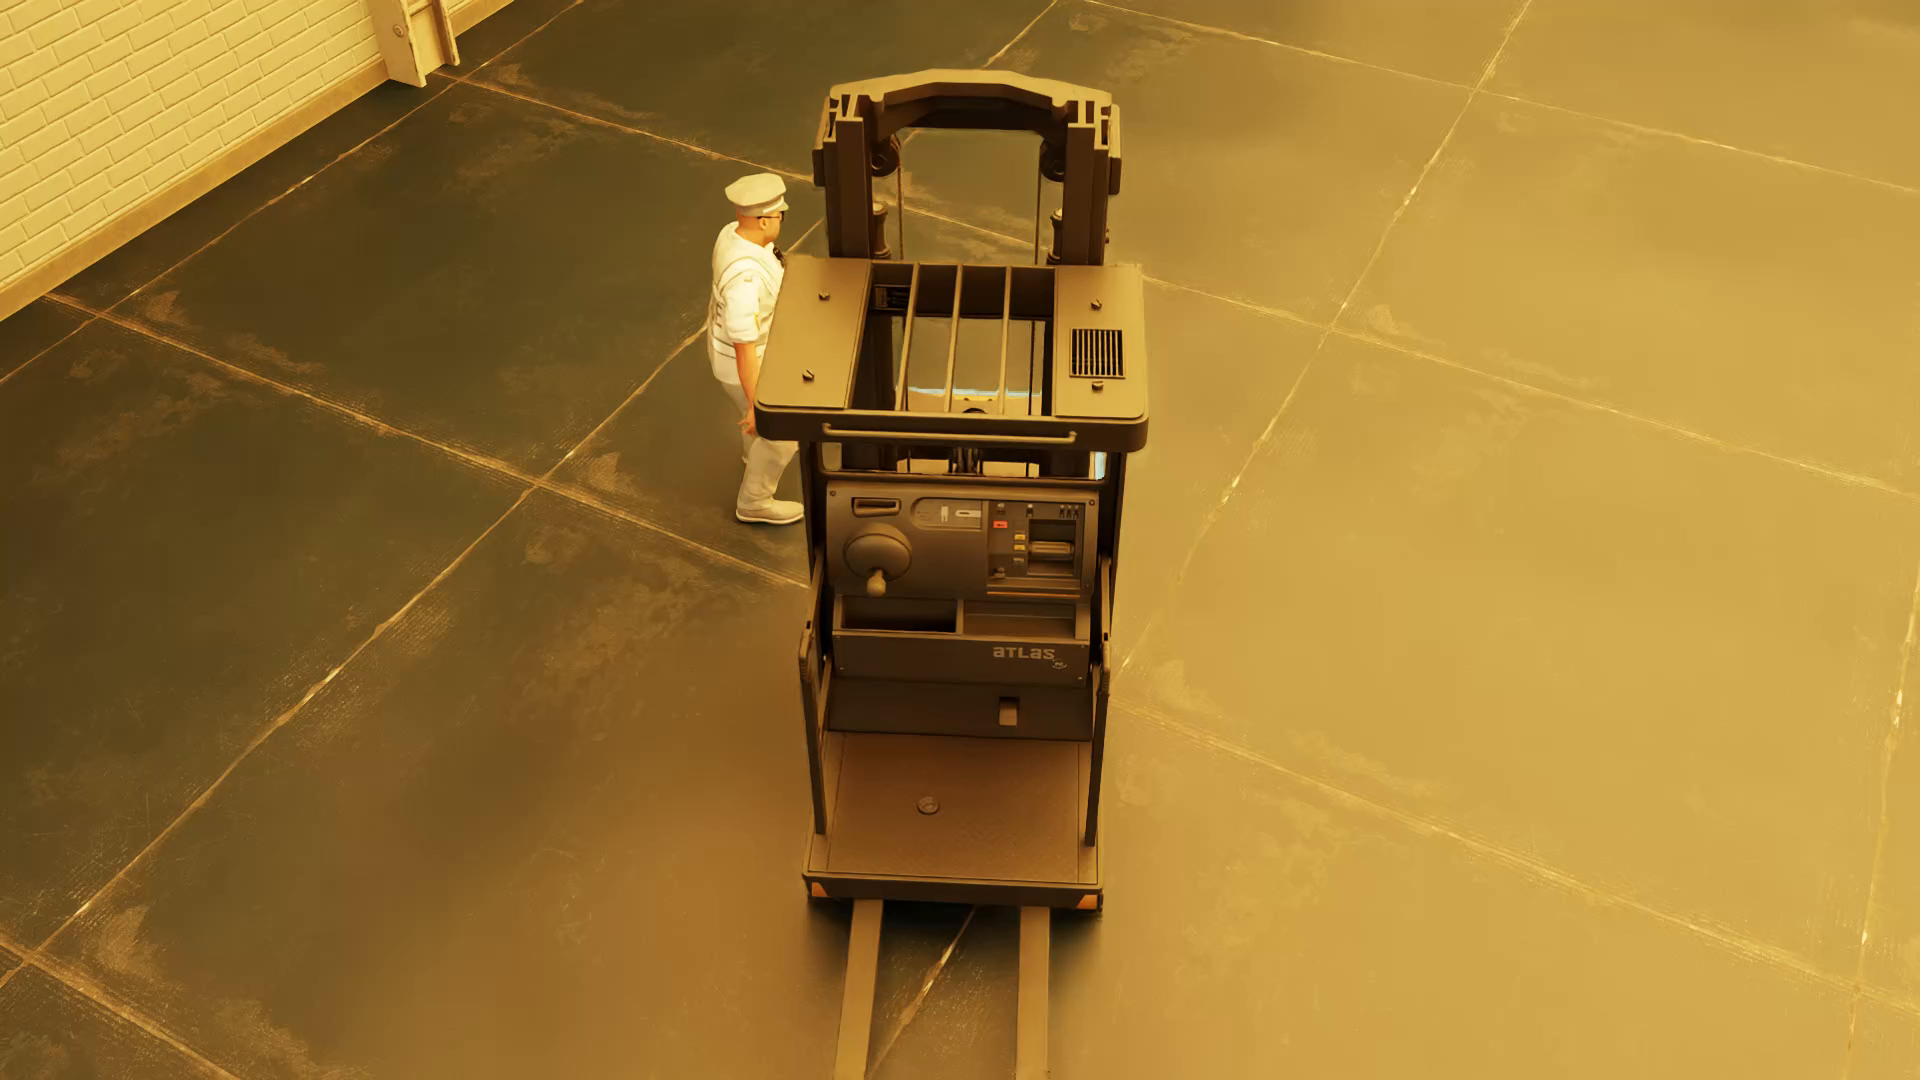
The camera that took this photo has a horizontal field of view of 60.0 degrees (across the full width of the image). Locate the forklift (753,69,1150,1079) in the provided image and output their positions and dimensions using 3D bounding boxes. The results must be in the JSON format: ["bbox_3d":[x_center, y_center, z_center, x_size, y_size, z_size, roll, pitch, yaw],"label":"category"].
[{"bbox_3d":[-0.004,0.096,5.552,1.130,2.935,3.031,2,43,2],"label":"forklift"}]

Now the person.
[{"bbox_3d":[-0.910,-0.839,7.427,0.422,1.724,0.818,-9,44,-9],"label":"person"}]
